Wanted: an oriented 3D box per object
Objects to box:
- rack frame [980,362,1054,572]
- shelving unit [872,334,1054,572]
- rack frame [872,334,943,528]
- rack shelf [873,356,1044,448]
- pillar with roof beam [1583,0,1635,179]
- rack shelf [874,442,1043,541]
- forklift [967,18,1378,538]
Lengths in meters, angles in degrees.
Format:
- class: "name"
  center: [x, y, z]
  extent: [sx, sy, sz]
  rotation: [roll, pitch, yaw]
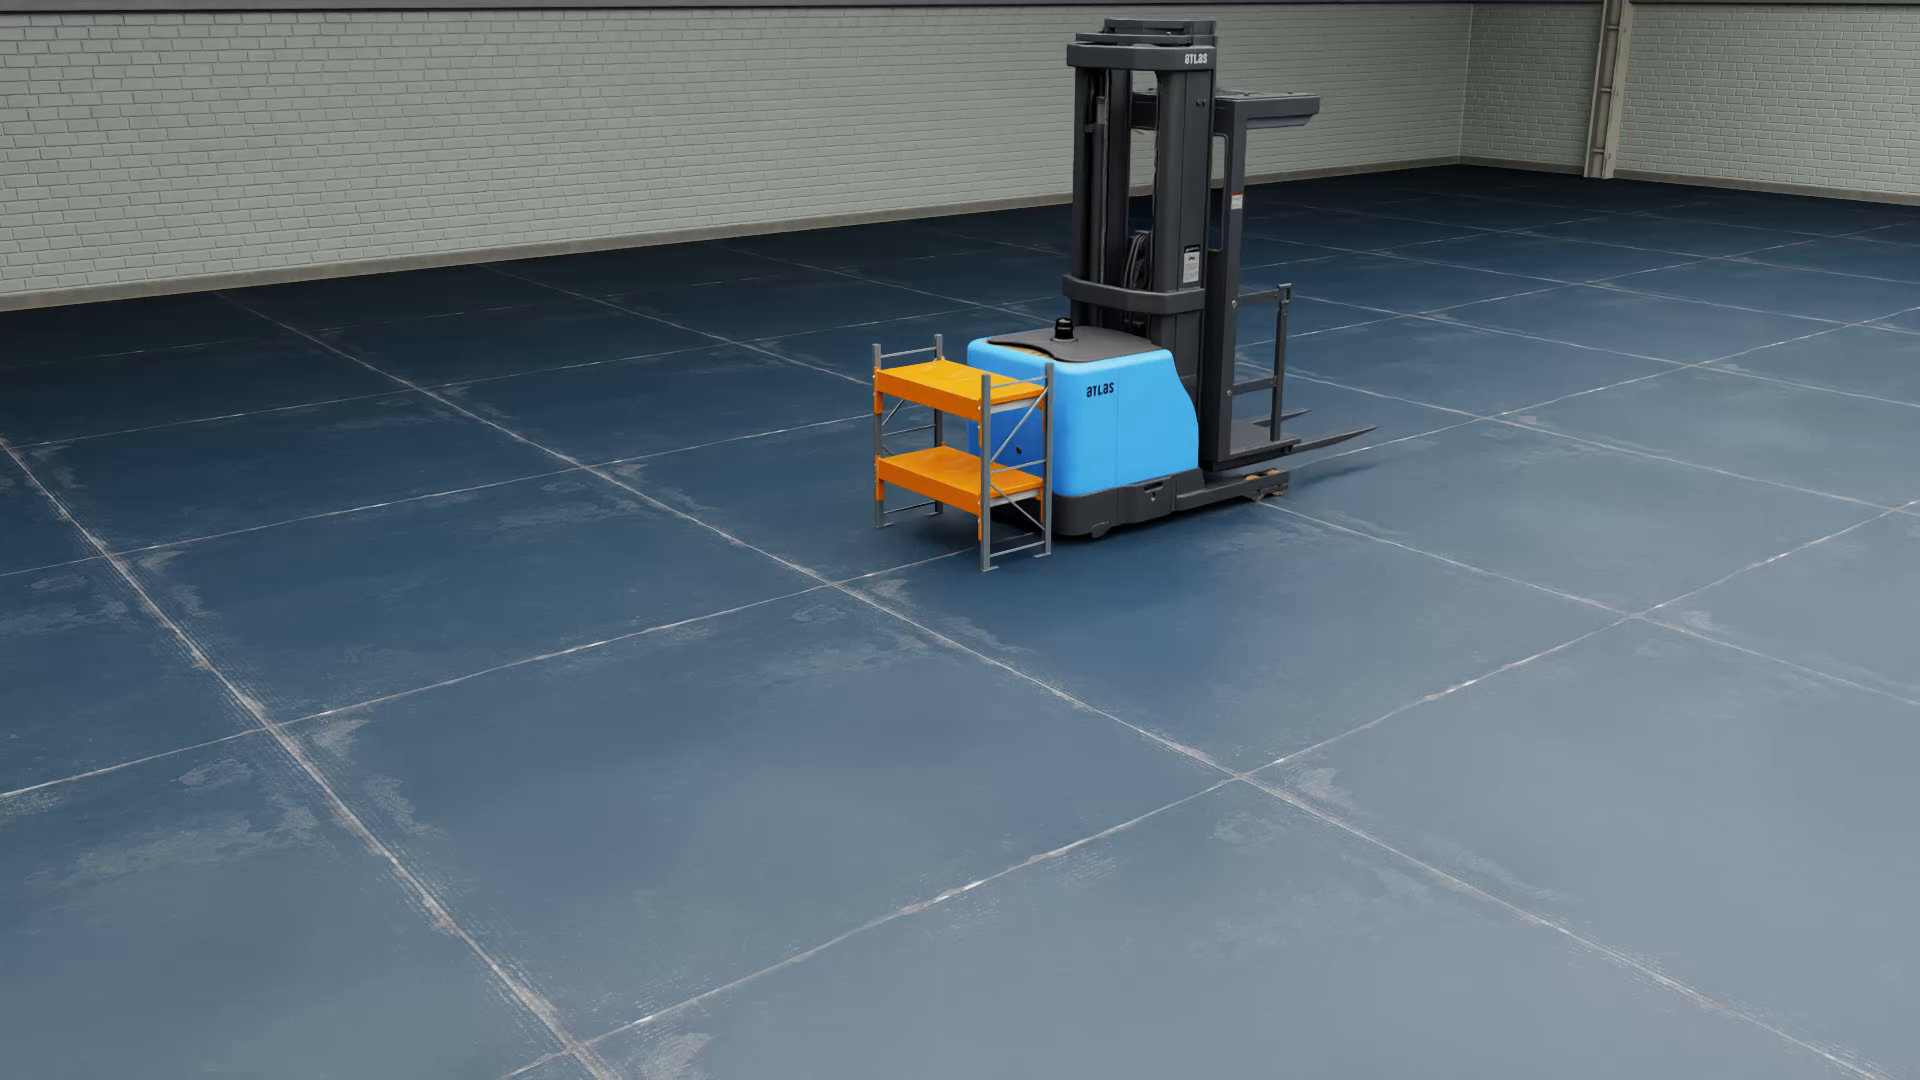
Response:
- class: "rack frame"
  center: [0.320, -0.407, 9.302]
  extent: [0.500, 1.125, 0.032]
  rotation: [-14, 23, -36]
- class: "shelving unit"
  center: [0.004, -0.532, 9.681]
  extent: [0.538, 1.125, 1.048]
  rotation: [-14, 23, -36]
- class: "rack frame"
  center: [-0.311, -0.658, 10.059]
  extent: [0.500, 1.125, 0.032]
  rotation: [-14, 23, -36]
- class: "rack shelf"
  center: [0.004, -0.810, 9.589]
  extent: [0.538, 0.278, 1.000]
  rotation: [-14, 23, -36]
- class: "pillar with roof beam"
  center: [7.721, -9.735, 24.946]
  extent: [9.100, 9.000, 0.400]
  rotation: [-14, 23, -36]
- class: "rack shelf"
  center: [0.004, -0.300, 9.758]
  extent: [0.538, 0.278, 1.000]
  rotation: [-14, 23, -36]
- class: "forklift"
  center: [1.501, -1.756, 10.503]
  extent: [3.031, 2.935, 1.130]
  rotation: [-14, 23, -36]
